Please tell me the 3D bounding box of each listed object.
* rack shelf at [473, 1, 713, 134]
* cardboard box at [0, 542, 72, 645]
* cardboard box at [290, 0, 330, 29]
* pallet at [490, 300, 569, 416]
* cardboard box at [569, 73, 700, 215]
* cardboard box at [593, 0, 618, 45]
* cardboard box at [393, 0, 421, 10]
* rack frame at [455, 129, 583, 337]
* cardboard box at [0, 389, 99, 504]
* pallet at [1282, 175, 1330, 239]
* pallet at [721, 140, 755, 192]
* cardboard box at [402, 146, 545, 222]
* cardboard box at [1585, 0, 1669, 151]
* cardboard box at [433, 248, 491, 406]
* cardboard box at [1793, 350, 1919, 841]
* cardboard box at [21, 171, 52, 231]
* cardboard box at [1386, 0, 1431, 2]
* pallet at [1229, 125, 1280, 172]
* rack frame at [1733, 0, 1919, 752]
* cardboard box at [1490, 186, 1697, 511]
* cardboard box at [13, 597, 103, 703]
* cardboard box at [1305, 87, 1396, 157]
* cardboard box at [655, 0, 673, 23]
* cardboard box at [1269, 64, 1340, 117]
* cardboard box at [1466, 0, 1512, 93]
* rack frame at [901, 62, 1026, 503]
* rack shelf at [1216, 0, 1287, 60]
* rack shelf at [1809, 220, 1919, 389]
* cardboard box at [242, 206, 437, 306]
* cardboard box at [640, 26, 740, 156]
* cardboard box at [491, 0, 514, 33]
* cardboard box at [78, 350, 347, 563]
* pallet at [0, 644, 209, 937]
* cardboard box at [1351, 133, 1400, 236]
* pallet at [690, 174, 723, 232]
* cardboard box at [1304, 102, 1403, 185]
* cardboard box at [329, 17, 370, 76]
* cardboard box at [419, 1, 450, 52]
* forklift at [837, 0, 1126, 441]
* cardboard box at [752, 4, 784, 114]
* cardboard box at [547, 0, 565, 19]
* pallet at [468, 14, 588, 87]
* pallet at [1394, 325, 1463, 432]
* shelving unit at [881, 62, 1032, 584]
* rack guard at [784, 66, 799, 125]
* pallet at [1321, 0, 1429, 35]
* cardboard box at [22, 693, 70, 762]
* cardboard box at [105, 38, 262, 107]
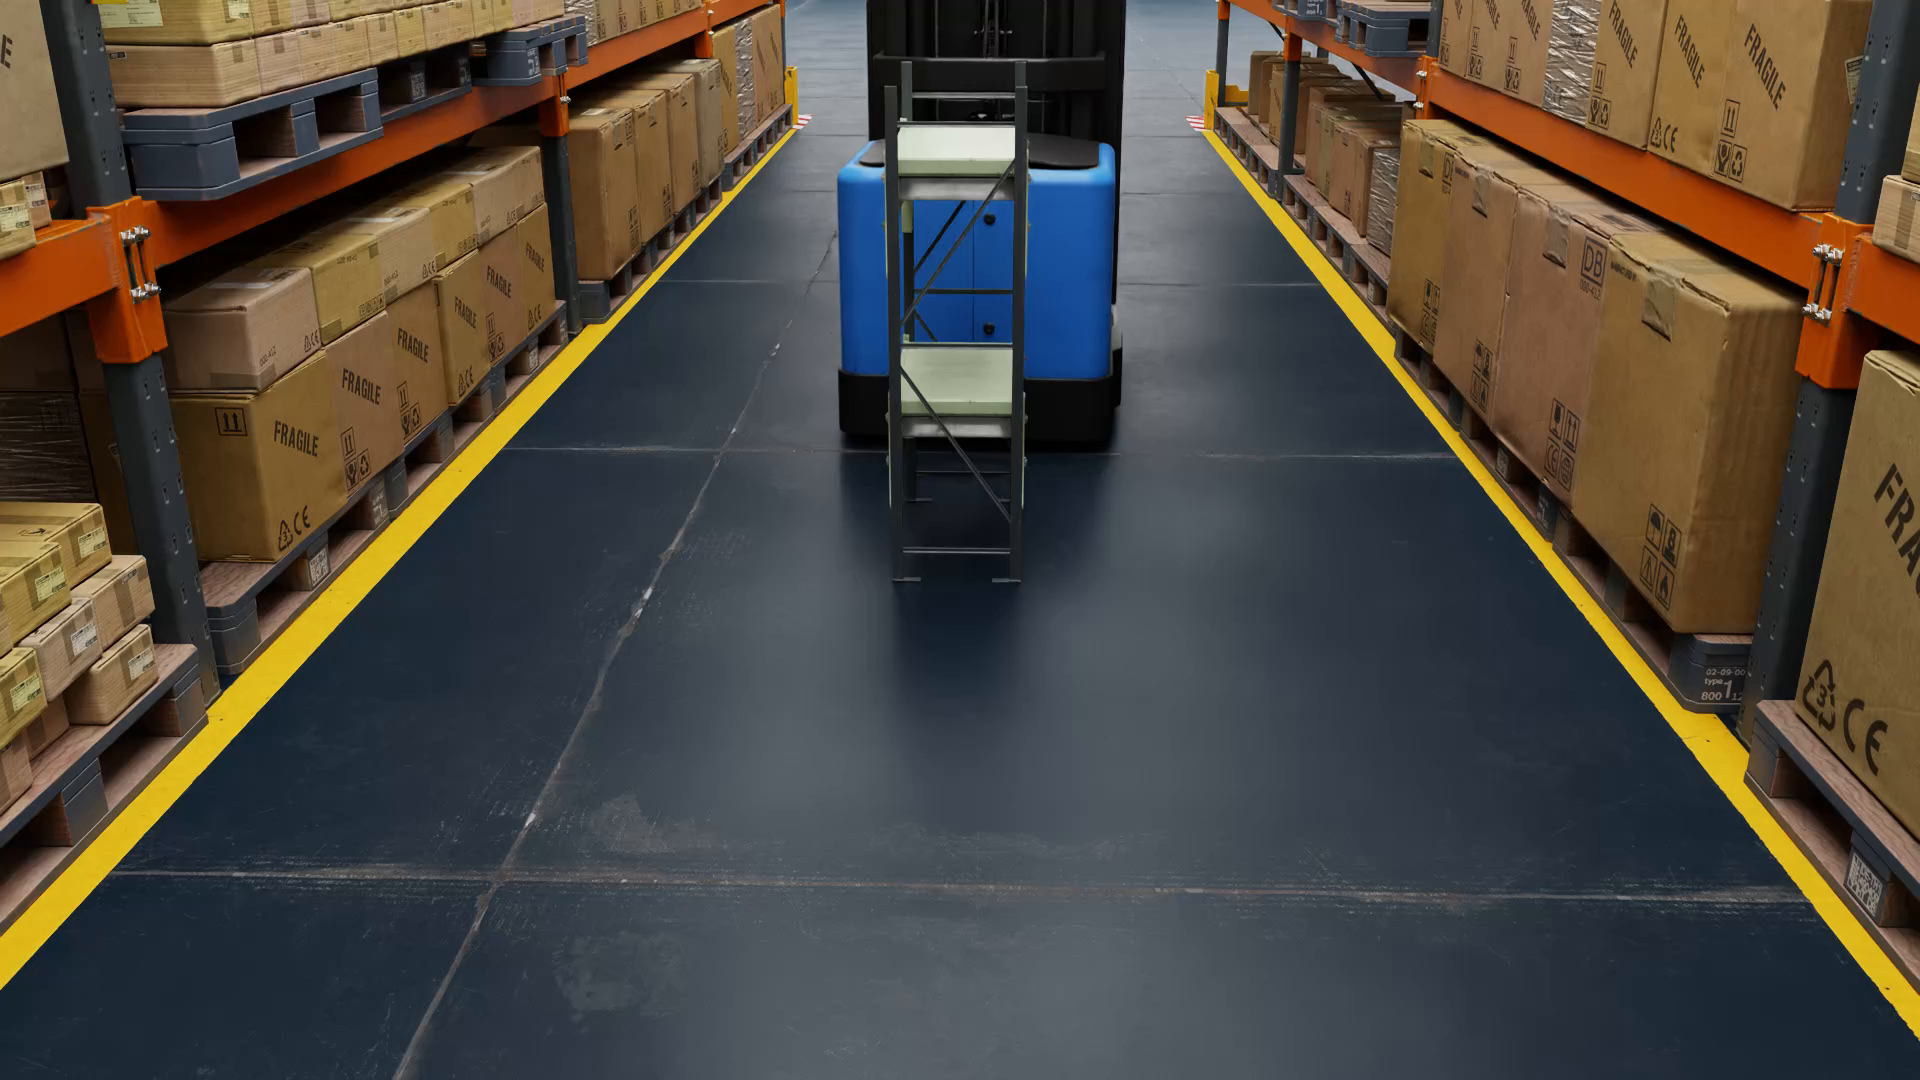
[{"bbox_3d":[-2.296,-2.800,9.593,1.077,0.370,4.000,1,21,2],"label":"rack shelf"},{"bbox_3d":[-2.198,0.115,3.625,0.380,0.149,0.250,1,21,2],"label":"cardboard box"},{"bbox_3d":[-1.994,-1.508,4.623,0.380,0.149,0.250,1,21,3],"label":"cardboard box"},{"bbox_3d":[-2.382,-0.830,7.375,1.003,0.211,1.213,1,21,2],"label":"pallet"},{"bbox_3d":[-2.198,-2.431,10.177,1.050,0.750,0.750,1,21,2],"label":"cardboard box"},{"bbox_3d":[-2.061,-2.802,8.465,0.500,0.500,0.500,0,21,1],"label":"cardboard box"},{"bbox_3d":[-1.972,-1.795,5.364,0.380,0.149,0.250,0,21,1],"label":"cardboard box"},{"bbox_3d":[-2.357,-2.412,7.599,1.000,3.000,0.127,1,21,2],"label":"rack frame"},{"bbox_3d":[-2.708,-0.267,4.944,0.500,0.500,0.500,0,21,1],"label":"cardboard box"},{"bbox_3d":[2.697,-2.186,10.870,1.003,0.211,1.213,1,21,2],"label":"pallet"},{"bbox_3d":[-2.134,-2.832,12.537,1.003,0.211,1.213,1,21,2],"label":"pallet"},{"bbox_3d":[-2.116,-1.542,7.194,0.500,0.250,0.500,0,21,0],"label":"cardboard box"},{"bbox_3d":[2.248,-1.461,5.010,0.500,0.500,0.500,0,21,1],"label":"cardboard box"},{"bbox_3d":[-2.135,-0.823,6.377,0.500,0.500,0.500,0,21,-1],"label":"cardboard box"},{"bbox_3d":[2.376,0.158,3.332,0.875,0.875,0.875,1,21,2],"label":"cardboard box"},{"bbox_3d":[-2.253,-0.743,3.644,0.380,0.149,0.250,0,21,1],"label":"cardboard box"},{"bbox_3d":[2.491,-2.962,8.297,0.700,0.500,0.500,4,22,10],"label":"cardboard box"},{"bbox_3d":[2.739,-3.153,13.362,1.003,0.211,1.213,1,21,2],"label":"pallet"},{"bbox_3d":[2.476,-0.875,3.636,1.000,3.000,0.127,1,21,2],"label":"rack frame"},{"bbox_3d":[2.502,-0.635,5.374,1.225,0.875,0.875,0,21,0],"label":"cardboard box"},{"bbox_3d":[-2.166,0.244,3.702,0.380,0.149,0.250,0,21,-1],"label":"cardboard box"},{"bbox_3d":[2.771,-2.942,11.839,0.500,0.500,0.500,0,21,0],"label":"cardboard box"},{"bbox_3d":[-2.015,-3.348,9.872,0.500,0.500,0.500,1,21,2],"label":"cardboard box"},{"bbox_3d":[2.783,-3.576,13.473,0.500,0.500,0.500,3,21,7],"label":"cardboard box"},{"bbox_3d":[2.297,-2.008,6.420,0.500,0.500,0.500,0,21,0],"label":"cardboard box"},{"bbox_3d":[0.011,-0.834,5.605,0.400,1.500,0.023,1,21,2],"label":"rack frame"},{"bbox_3d":[2.780,-4.155,13.085,1.077,0.370,4.000,1,21,2],"label":"rack shelf"},{"bbox_3d":[2.415,0.184,1.903,1.077,0.370,4.000,1,21,2],"label":"rack shelf"},{"bbox_3d":[-2.159,-0.987,5.764,0.500,0.250,0.500,1,21,4],"label":"cardboard box"},{"bbox_3d":[-2.146,-3.290,12.219,0.875,0.875,0.875,1,21,2],"label":"cardboard box"},{"bbox_3d":[-1.941,-2.034,6.392,0.380,0.149,0.250,0,21,1],"label":"cardboard box"},{"bbox_3d":[-2.191,-0.260,4.929,0.500,0.500,0.500,1,21,4],"label":"cardboard box"},{"bbox_3d":[-2.464,0.577,3.749,1.003,0.211,1.213,1,21,2],"label":"pallet"},{"bbox_3d":[2.612,-2.009,9.407,0.700,0.500,0.500,2,21,6],"label":"cardboard box"},{"bbox_3d":[-2.184,-2.278,11.109,1.003,0.211,1.213,1,21,2],"label":"pallet"},{"bbox_3d":[2.679,-2.585,10.892,0.700,0.500,0.500,-1,21,-3],"label":"cardboard box"},{"bbox_3d":[-1.984,-1.463,4.920,0.380,0.149,0.250,1,21,2],"label":"cardboard box"},{"bbox_3d":[-1.962,-1.745,5.646,0.380,0.149,0.250,0,21,-1],"label":"cardboard box"},{"bbox_3d":[0.172,-2.231,7.228,1.130,2.935,3.031,2,21,4],"label":"forklift"},{"bbox_3d":[-2.068,-4.264,14.728,0.875,0.875,0.875,1,21,2],"label":"cardboard box"},{"bbox_3d":[-1.913,-2.307,7.095,0.380,0.149,0.250,1,21,3],"label":"cardboard box"},{"bbox_3d":[-2.272,-2.064,6.966,1.213,0.211,1.003,1,21,2],"label":"pallet"},{"bbox_3d":[2.498,-0.737,7.136,1.003,0.211,1.213,1,21,2],"label":"pallet"},{"bbox_3d":[0.000,-0.702,5.264,0.431,1.500,0.755,1,21,2],"label":"shelving unit"},{"bbox_3d":[-2.113,-4.148,15.528,1.175,0.500,0.348,1,21,2],"label":"rack guard"},{"bbox_3d":[2.617,-2.948,9.244,1.003,0.211,1.213,1,21,2],"label":"pallet"},{"bbox_3d":[-2.242,0.406,3.696,0.380,0.149,0.250,1,21,3],"label":"cardboard box"},{"bbox_3d":[-2.007,-1.182,4.195,0.380,0.149,0.250,0,21,-1],"label":"cardboard box"}]
